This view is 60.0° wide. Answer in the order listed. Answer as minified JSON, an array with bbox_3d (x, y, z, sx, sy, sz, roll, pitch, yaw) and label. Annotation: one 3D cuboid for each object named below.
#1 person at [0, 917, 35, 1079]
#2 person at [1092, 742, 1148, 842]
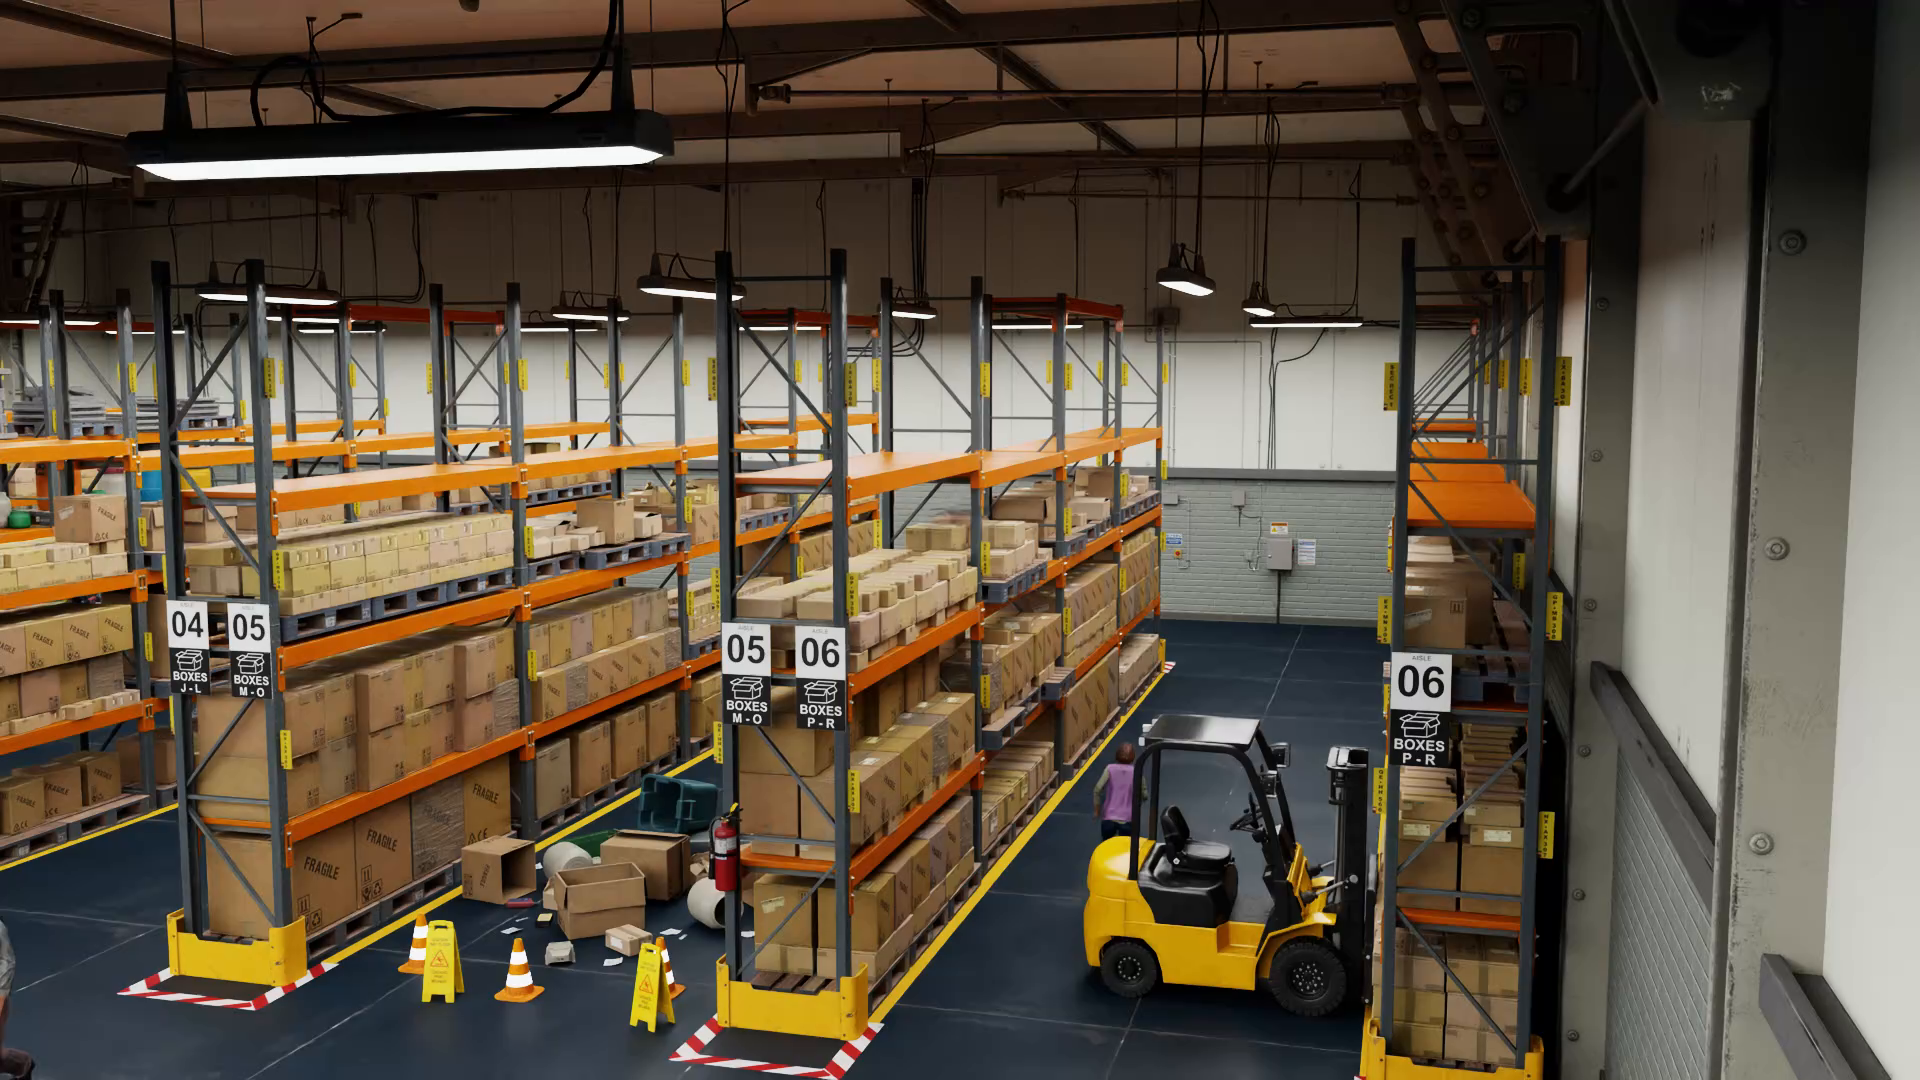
[{"bbox_3d":[-6.703,3.129,11.403,0.601,1.703,0.611,0,6,5],"label":"person"},{"bbox_3d":[1.555,2.718,16.185,0.511,1.502,0.751,2,6,18],"label":"person"}]
